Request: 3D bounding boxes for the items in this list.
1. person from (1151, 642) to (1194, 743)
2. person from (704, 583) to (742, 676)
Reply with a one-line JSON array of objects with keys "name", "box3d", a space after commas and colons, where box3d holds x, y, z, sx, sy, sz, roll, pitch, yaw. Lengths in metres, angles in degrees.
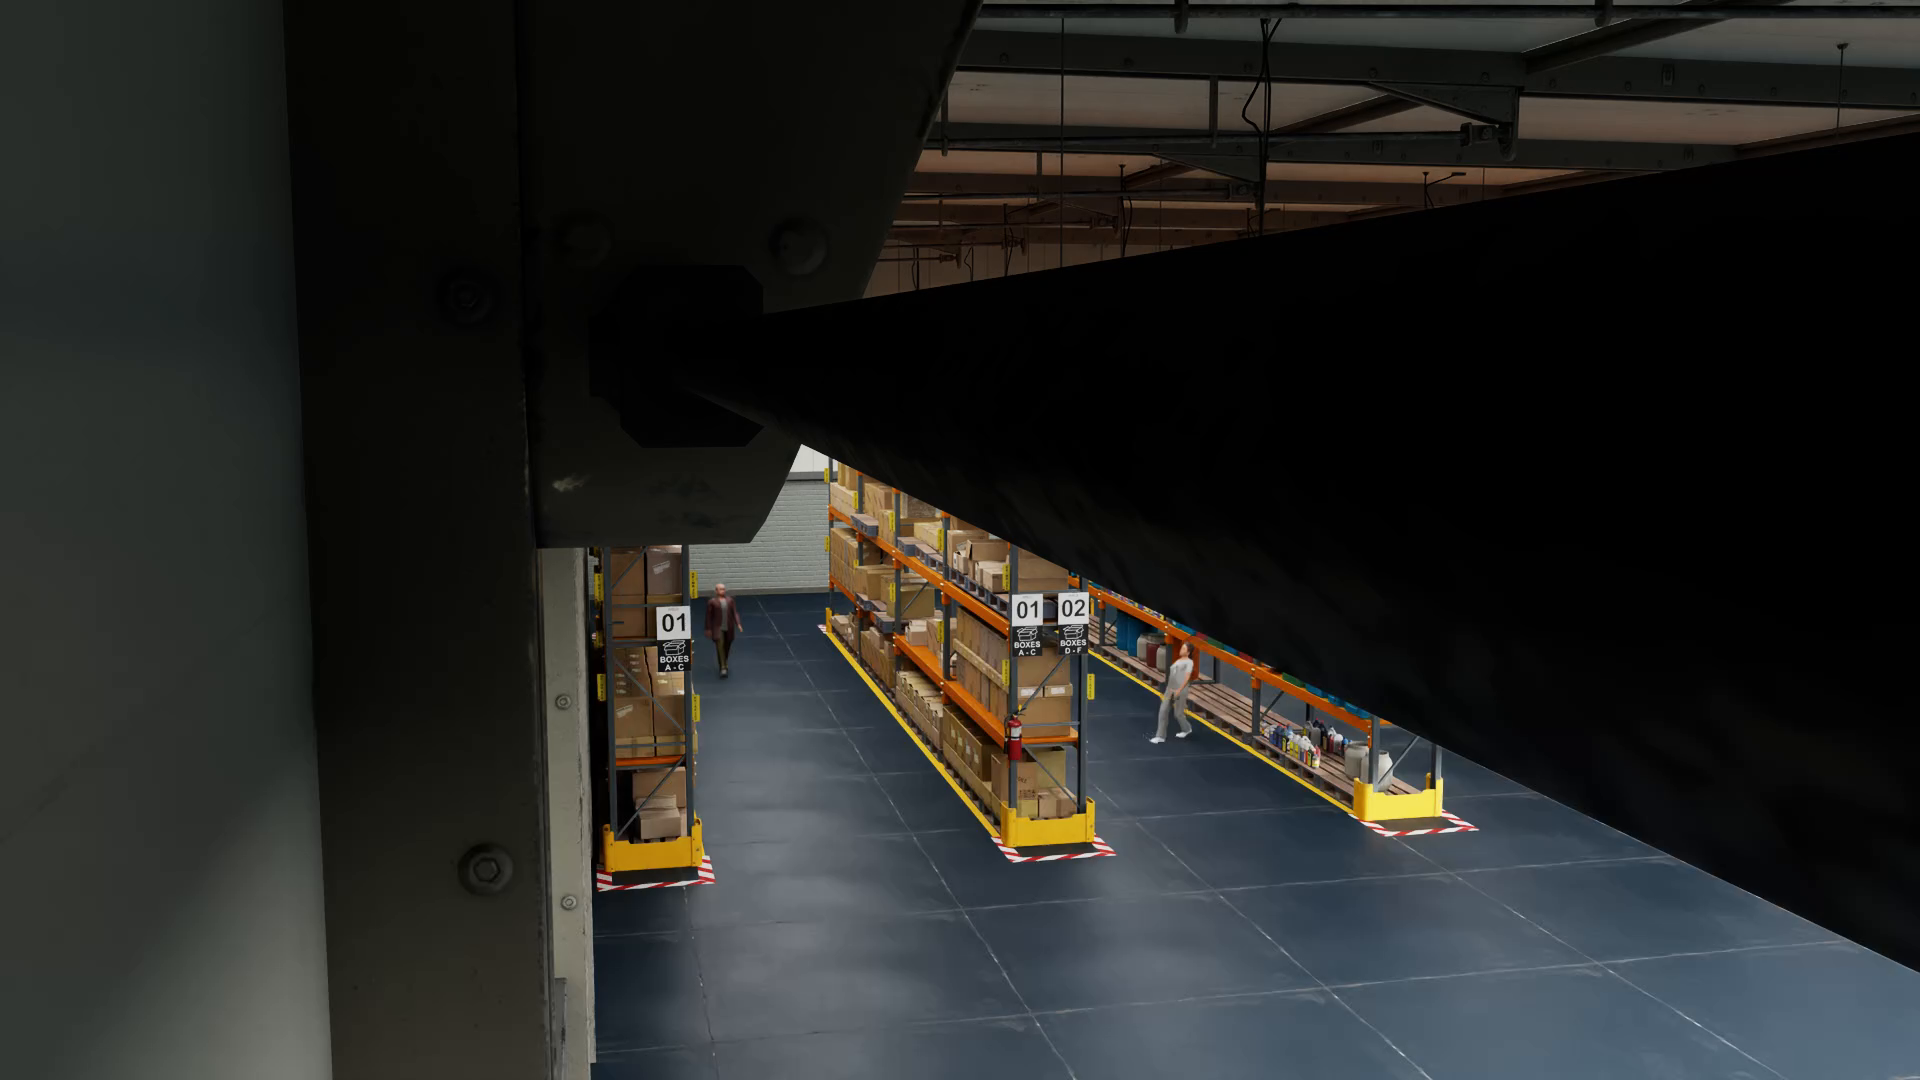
[{"name": "person", "box3d": [3.411, 2.424, 26.301, 0.524, 1.588, 0.752, 7, 9, 44]}, {"name": "person", "box3d": [-4.522, 1.693, 31.774, 0.681, 1.725, 1.129, -3, 7, -21]}]
